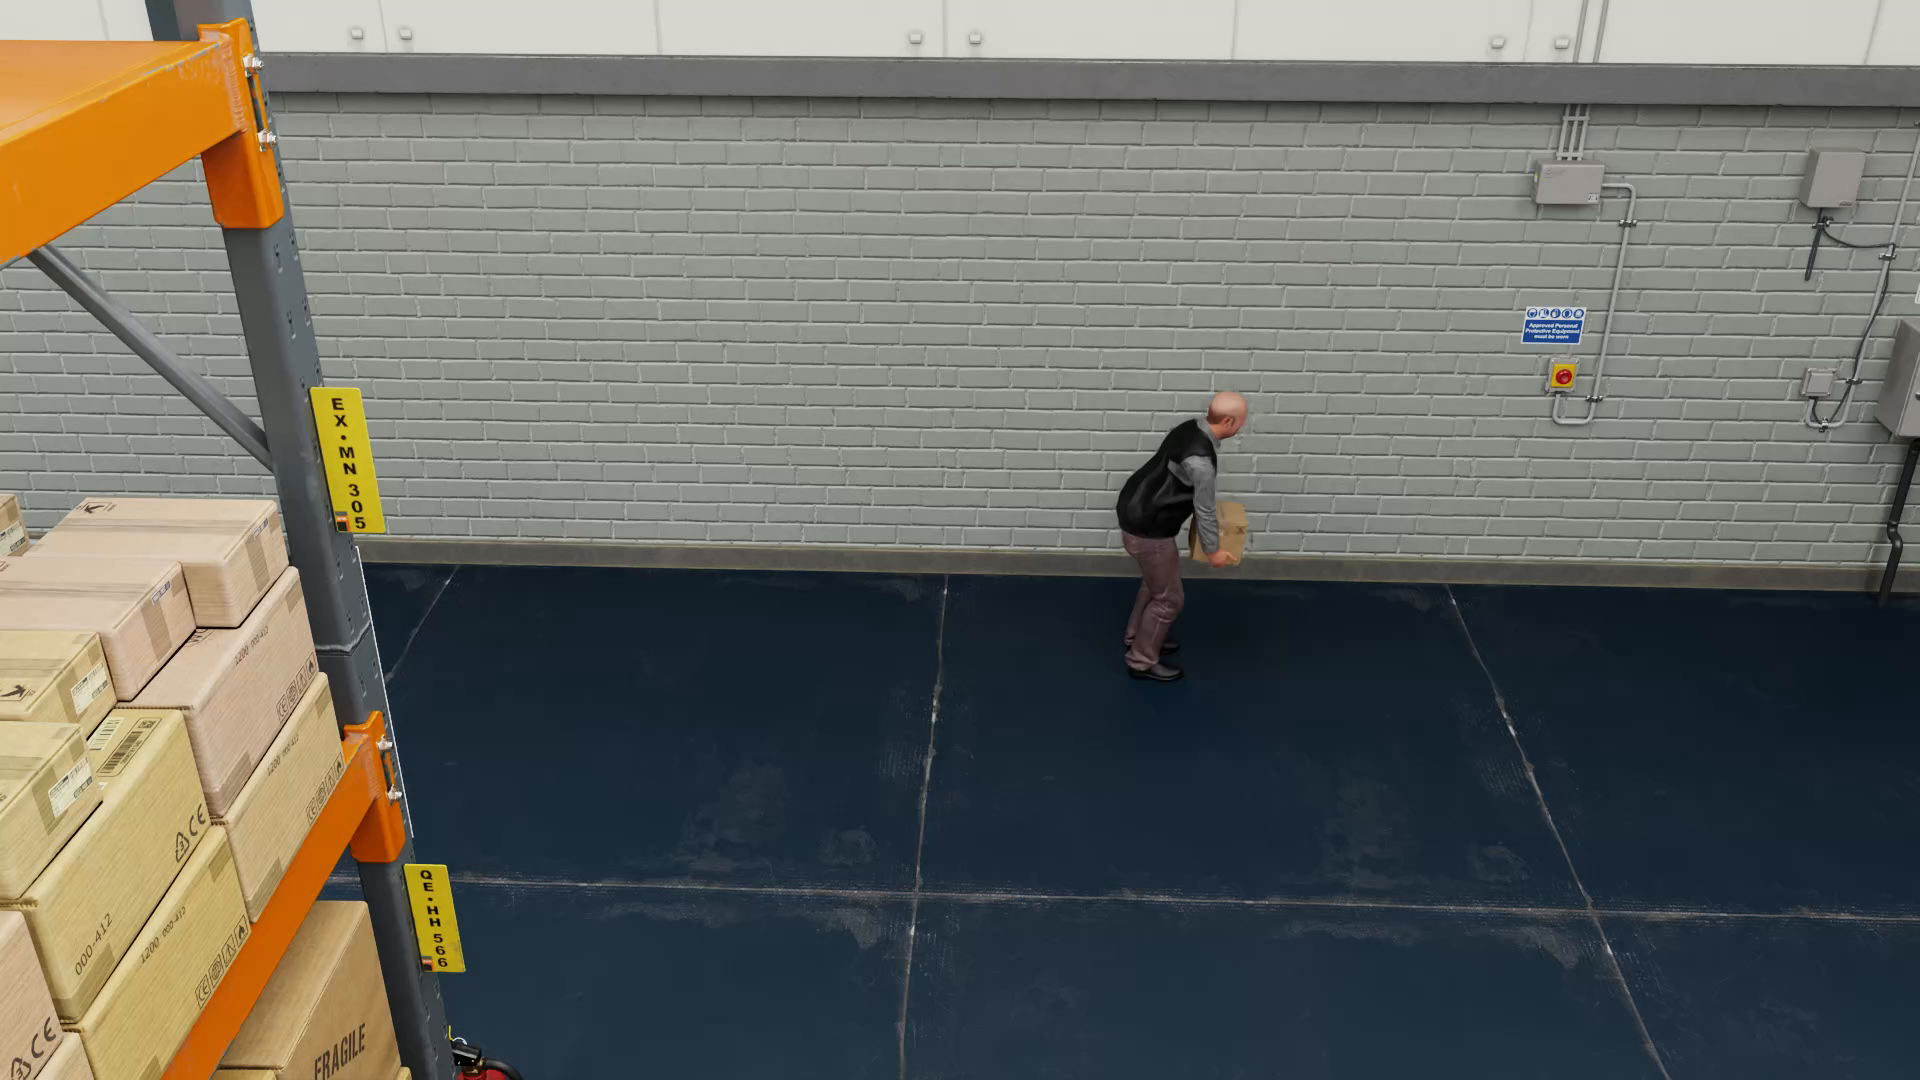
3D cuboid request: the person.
[{"bbox_3d":[1.152,-0.038,8.839,0.644,1.616,0.473,0,28,1],"label":"person"}]
